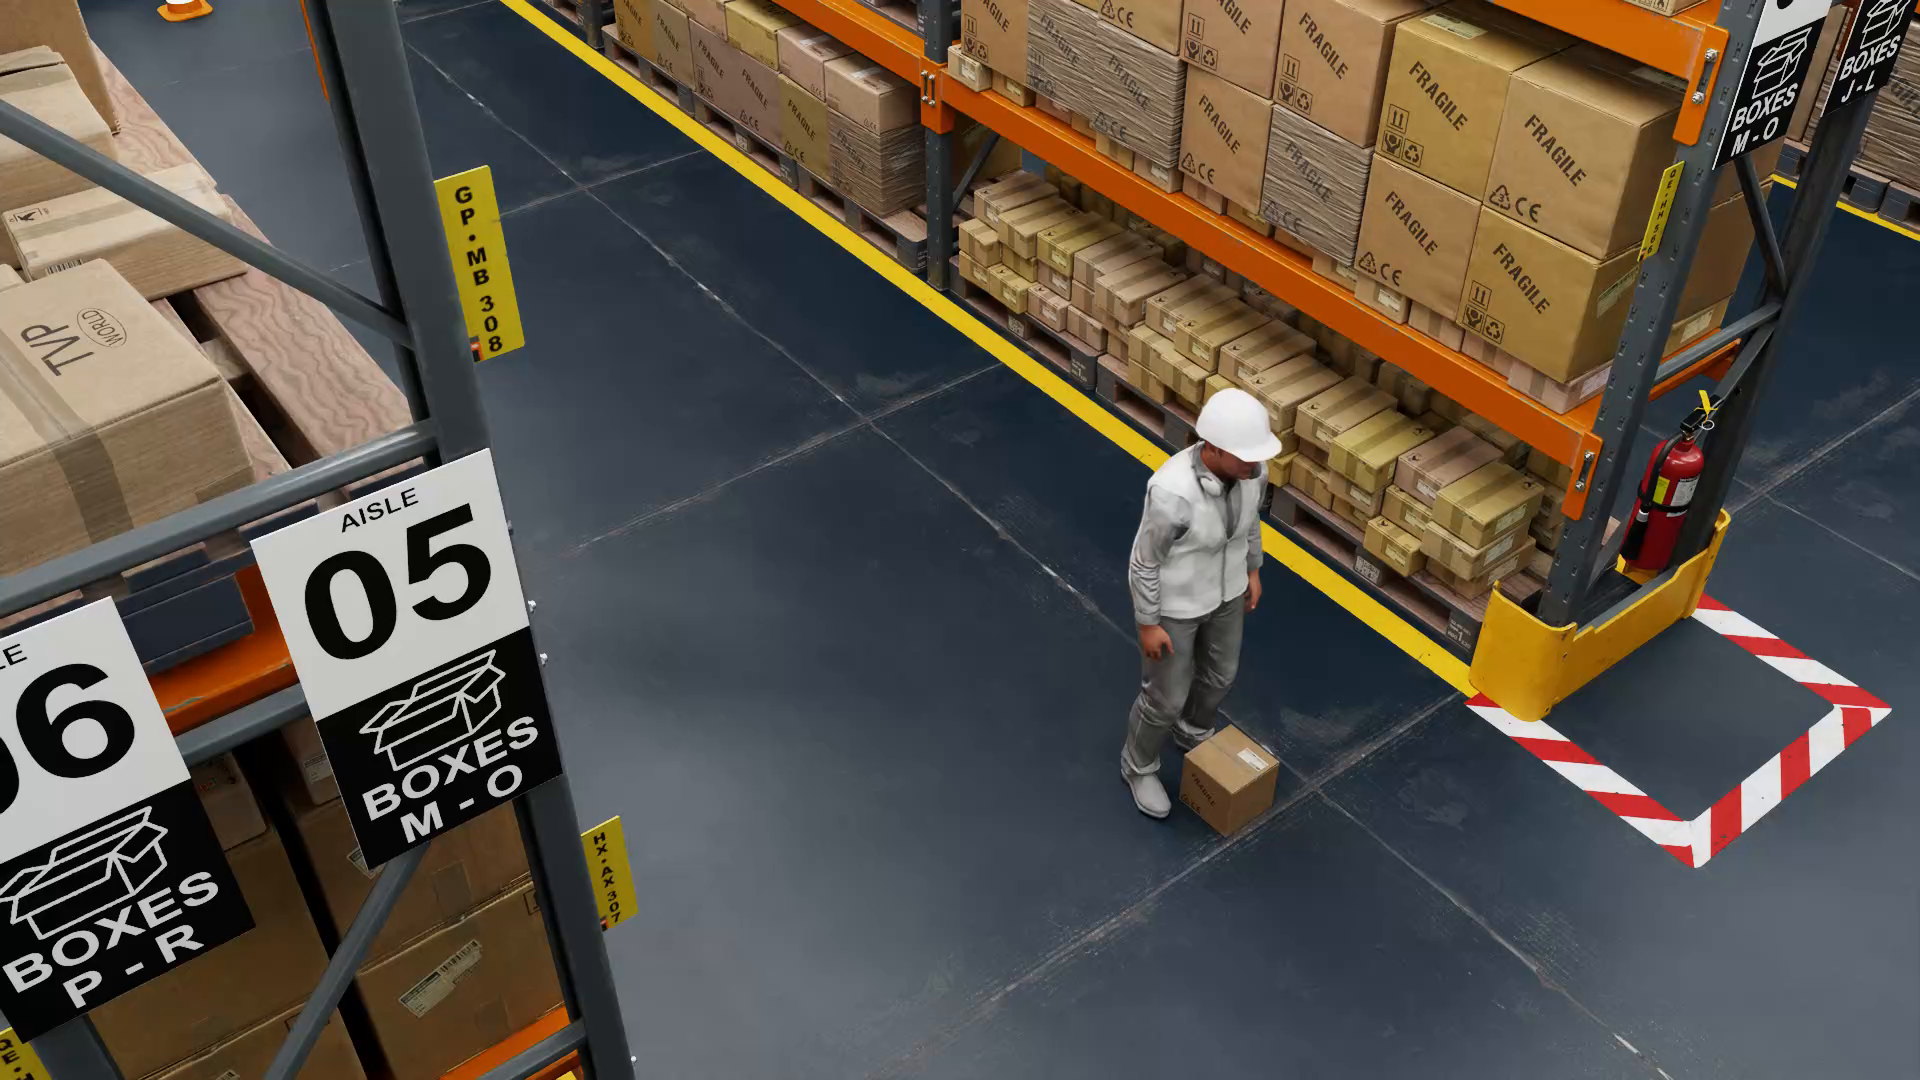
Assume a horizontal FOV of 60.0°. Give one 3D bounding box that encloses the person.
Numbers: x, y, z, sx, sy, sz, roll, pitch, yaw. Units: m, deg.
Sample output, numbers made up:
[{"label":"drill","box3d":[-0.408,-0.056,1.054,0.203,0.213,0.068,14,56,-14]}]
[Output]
[{"label":"person","box3d":[0.840,0.193,5.905,0.581,1.772,0.460,-26,46,-27]}]
